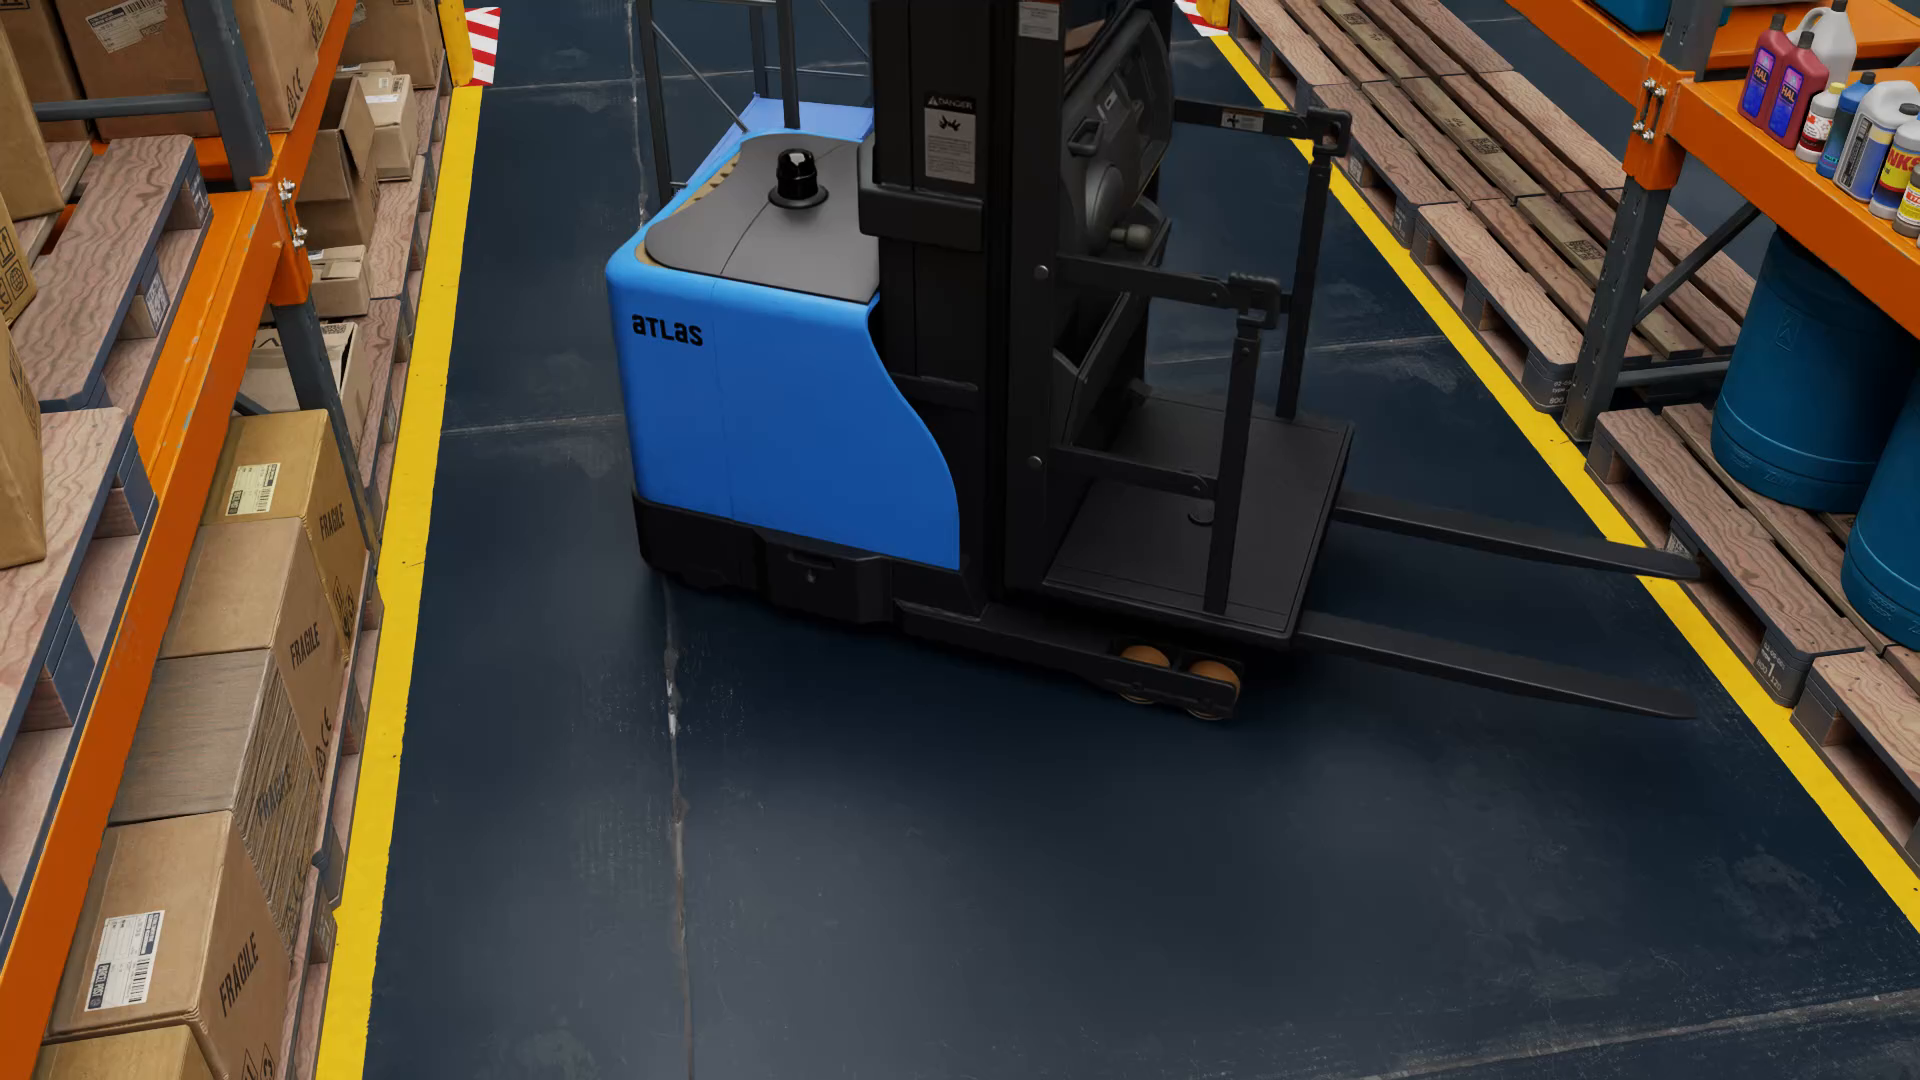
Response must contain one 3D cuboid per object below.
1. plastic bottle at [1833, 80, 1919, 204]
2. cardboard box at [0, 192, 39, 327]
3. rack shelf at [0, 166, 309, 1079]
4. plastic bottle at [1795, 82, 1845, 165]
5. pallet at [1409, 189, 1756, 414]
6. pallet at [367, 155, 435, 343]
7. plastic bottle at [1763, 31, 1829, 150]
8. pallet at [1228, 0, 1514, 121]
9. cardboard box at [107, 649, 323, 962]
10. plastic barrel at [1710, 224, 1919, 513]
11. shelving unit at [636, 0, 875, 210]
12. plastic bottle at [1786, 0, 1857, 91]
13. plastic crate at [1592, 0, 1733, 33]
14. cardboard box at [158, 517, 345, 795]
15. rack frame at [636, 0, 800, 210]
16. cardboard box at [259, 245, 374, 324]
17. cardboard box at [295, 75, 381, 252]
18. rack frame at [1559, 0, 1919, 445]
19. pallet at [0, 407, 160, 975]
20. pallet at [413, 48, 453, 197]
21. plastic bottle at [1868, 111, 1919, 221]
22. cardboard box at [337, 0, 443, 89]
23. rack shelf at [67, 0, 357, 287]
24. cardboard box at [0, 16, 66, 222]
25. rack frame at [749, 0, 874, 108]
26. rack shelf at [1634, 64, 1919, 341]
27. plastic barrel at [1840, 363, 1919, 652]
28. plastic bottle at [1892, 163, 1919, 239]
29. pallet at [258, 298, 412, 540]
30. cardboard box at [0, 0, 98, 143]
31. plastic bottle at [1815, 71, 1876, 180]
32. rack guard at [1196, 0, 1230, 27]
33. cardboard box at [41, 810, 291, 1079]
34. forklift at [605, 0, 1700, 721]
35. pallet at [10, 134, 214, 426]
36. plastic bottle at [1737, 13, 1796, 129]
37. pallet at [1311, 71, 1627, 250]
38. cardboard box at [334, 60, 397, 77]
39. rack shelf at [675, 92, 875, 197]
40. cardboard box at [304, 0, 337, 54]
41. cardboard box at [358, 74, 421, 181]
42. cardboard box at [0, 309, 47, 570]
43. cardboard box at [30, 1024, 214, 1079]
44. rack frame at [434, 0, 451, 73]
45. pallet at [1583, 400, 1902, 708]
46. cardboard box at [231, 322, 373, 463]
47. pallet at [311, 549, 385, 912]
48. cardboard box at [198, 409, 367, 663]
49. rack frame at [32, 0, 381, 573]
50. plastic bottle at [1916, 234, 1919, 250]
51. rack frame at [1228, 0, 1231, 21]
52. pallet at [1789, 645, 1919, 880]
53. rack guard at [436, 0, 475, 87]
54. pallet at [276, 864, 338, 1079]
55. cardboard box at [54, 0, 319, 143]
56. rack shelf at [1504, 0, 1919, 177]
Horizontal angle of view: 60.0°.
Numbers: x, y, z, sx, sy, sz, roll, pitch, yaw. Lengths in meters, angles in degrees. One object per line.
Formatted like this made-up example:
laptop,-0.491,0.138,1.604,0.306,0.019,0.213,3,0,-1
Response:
plastic bottle,2.349,-1.008,4.204,0.152,0.276,0.135,-6,38,-8
cardboard box,-2.252,-0.555,3.095,0.700,0.500,0.500,-1,38,-1
rack shelf,-1.947,0.424,2.846,1.077,0.370,4.000,-6,38,-8
plastic bottle,2.285,-1.104,4.389,0.097,0.201,0.097,0,38,0
pallet,2.412,-0.937,6.284,1.003,0.211,1.213,-6,38,-8
pallet,-2.635,-1.120,6.520,1.003,0.211,1.213,-6,38,-8
plastic bottle,2.247,-1.205,4.451,0.061,0.283,0.133,-6,38,-8
pallet,1.984,-2.411,8.181,1.003,0.211,1.213,-6,38,-8
cardboard box,-1.764,0.615,3.692,0.500,0.500,0.500,-6,38,-7
plastic barrel,2.658,-0.605,4.952,0.600,0.901,0.708,-6,38,-8
shelving unit,-0.648,-1.458,5.904,0.538,1.500,1.048,8,39,10
plastic bottle,2.329,-1.307,4.528,0.144,0.351,0.185,-6,38,-8
plastic crate,2.162,-1.861,5.165,0.392,0.384,0.575,-6,38,-8
cardboard box,-1.851,0.312,4.082,0.500,0.500,0.500,-6,38,-8
rack frame,-0.759,-1.153,5.512,0.500,1.500,0.032,8,39,10
cardboard box,-2.320,-0.921,5.941,0.380,0.166,0.250,-6,38,-8
cardboard box,-2.633,-1.390,6.271,0.797,0.503,0.637,-6,38,-8
rack frame,2.579,-1.599,4.863,1.000,3.000,0.127,-6,38,-8
pallet,-1.942,0.250,2.640,1.003,0.211,1.213,-6,38,-8
pallet,-2.845,-1.855,7.466,1.003,0.211,1.213,-6,38,-8
plastic bottle,2.343,-0.933,4.111,0.097,0.271,0.097,0,38,0
cardboard box,-2.662,-2.369,7.533,0.500,0.500,0.500,-6,38,-8
rack shelf,-2.649,-1.992,5.955,1.077,0.370,4.000,-6,38,-8
cardboard box,-2.435,-0.963,3.621,0.700,0.500,0.500,-19,42,-23
rack frame,-0.537,-1.762,6.296,0.500,1.500,0.032,8,39,10
rack shelf,2.930,-0.106,3.528,1.077,0.370,4.000,-6,38,-8
plastic barrel,2.782,-0.178,4.402,0.600,0.901,0.708,-6,38,-8
plastic bottle,2.360,-0.847,4.057,0.097,0.201,0.097,0,38,0
pallet,-2.418,-0.382,5.569,1.003,0.211,1.213,-6,38,-8
cardboard box,-2.638,-1.382,4.502,0.500,0.500,0.500,-6,38,-7
plastic bottle,2.302,-1.073,4.291,0.097,0.271,0.097,0,38,0
rack guard,1.861,-3.041,8.756,1.175,0.500,0.348,-6,38,-8
cardboard box,-1.672,0.922,3.297,0.500,0.500,0.500,-7,38,-9
forklift,0.593,-1.027,4.183,3.031,2.935,1.130,12,40,15
pallet,-2.265,-0.498,3.602,1.003,0.211,1.213,-6,38,-8
plastic bottle,2.223,-1.285,4.554,0.061,0.283,0.133,-6,38,-8
pallet,2.195,-1.676,7.235,1.003,0.211,1.213,-6,38,-8
cardboard box,-2.679,-1.983,7.308,0.380,0.166,0.250,-6,38,-8
rack shelf,-0.648,-1.316,6.014,0.538,0.185,1.000,8,39,10
cardboard box,-2.212,-1.754,4.981,0.500,0.500,0.500,-6,38,-7
cardboard box,-2.525,-1.693,6.867,0.500,0.250,0.500,-6,38,-8
cardboard box,-1.928,-0.213,2.655,0.700,0.500,0.500,-16,41,-19
cardboard box,-1.576,1.237,2.892,0.500,0.500,0.500,-7,38,-9
rack frame,-2.999,-3.484,7.290,1.000,3.000,0.127,-6,38,-8
pallet,2.673,-0.027,5.112,1.003,0.211,1.213,-6,38,-8
cardboard box,-2.159,-0.457,5.226,0.500,0.311,0.500,-6,38,-8
pallet,-2.118,0.520,4.408,1.003,0.211,1.213,-6,38,-8
cardboard box,-1.929,0.013,4.468,0.500,0.500,0.500,-6,38,-8
rack frame,-2.298,-1.068,4.180,1.000,3.000,0.127,-6,38,-8
plastic bottle,2.377,-0.788,3.981,0.097,0.201,0.097,0,38,0
rack frame,1.878,-4.015,7.973,1.000,3.000,0.127,-6,38,-8
pallet,2.891,0.712,4.162,1.003,0.211,1.213,-6,38,-8
rack guard,-2.986,-2.451,7.997,1.175,0.500,0.348,-6,38,-8
pallet,-1.901,1.259,3.458,1.003,0.211,1.213,-6,38,-8
cardboard box,-2.119,-1.445,4.583,0.500,0.500,0.500,-5,38,-7
rack shelf,2.229,-2.522,6.638,1.077,0.370,4.000,-6,38,-8
